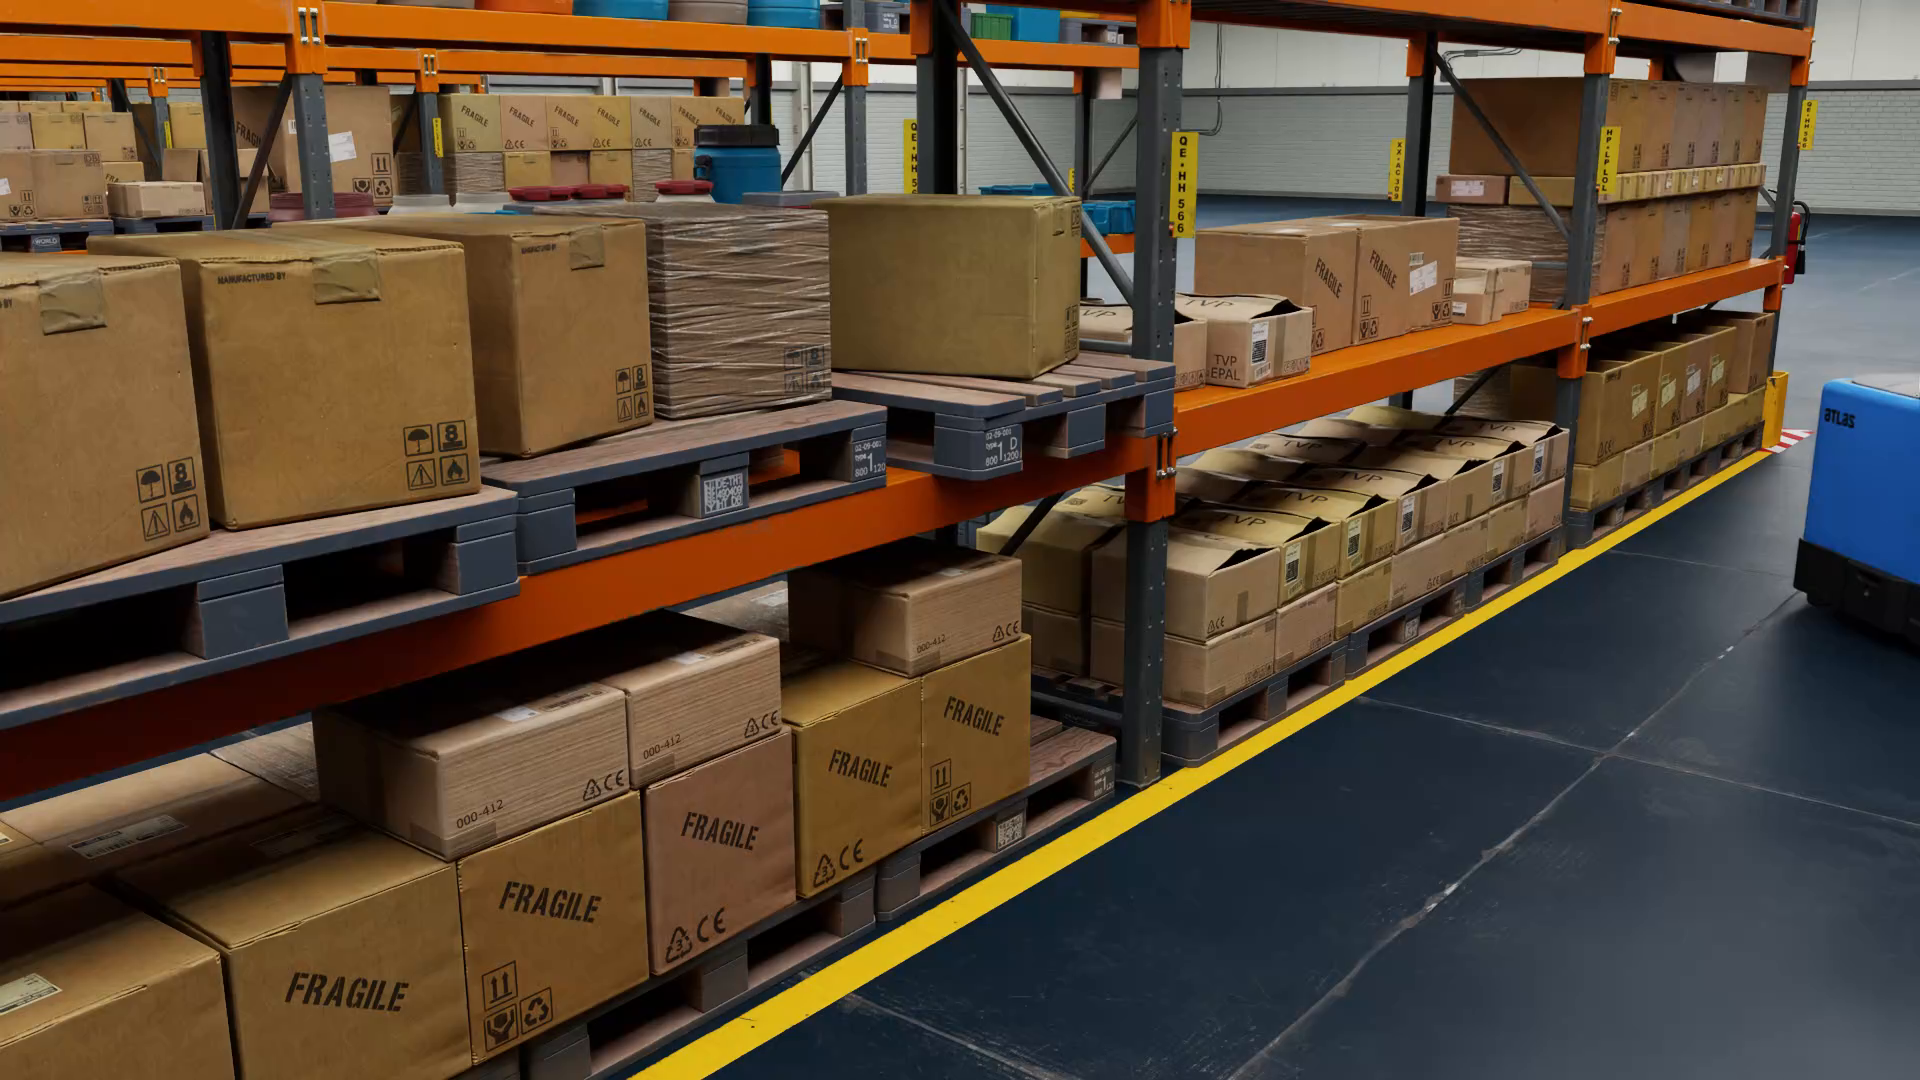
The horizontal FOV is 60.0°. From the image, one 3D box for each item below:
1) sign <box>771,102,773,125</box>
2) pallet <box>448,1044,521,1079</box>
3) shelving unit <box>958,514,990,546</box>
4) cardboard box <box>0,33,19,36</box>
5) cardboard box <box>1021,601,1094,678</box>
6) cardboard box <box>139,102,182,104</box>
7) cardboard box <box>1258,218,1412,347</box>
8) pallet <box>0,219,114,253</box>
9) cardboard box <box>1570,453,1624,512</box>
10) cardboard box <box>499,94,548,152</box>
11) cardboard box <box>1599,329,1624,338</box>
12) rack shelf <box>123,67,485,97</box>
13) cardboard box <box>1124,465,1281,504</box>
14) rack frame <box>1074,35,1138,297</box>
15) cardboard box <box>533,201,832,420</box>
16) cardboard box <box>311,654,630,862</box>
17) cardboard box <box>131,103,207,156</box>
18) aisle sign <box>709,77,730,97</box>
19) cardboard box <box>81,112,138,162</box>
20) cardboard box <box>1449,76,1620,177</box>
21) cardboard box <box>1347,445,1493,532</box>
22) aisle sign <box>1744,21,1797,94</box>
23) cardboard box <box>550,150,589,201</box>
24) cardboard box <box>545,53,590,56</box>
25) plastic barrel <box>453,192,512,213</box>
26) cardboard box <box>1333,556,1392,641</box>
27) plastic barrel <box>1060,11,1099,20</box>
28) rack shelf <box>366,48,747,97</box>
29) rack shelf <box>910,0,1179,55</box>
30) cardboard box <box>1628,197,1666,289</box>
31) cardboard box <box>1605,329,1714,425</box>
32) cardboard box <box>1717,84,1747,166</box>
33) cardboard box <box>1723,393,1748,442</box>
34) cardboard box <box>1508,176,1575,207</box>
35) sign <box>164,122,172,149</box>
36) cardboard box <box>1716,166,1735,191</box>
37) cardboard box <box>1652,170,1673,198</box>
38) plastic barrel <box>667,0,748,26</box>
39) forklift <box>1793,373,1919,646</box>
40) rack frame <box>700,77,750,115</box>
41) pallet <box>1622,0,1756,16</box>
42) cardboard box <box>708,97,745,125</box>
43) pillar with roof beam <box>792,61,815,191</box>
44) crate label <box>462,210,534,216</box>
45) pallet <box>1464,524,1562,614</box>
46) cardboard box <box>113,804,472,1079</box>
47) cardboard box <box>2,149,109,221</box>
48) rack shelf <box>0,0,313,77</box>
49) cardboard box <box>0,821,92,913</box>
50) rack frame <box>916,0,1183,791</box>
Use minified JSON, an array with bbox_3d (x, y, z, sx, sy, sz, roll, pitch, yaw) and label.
[{"bbox_3d":[-1.982,-4.369,17.234,0.100,0.325,0.005,11,18,38],"label":"sign"},{"bbox_3d":[-1.758,1.278,3.665,1.003,0.211,1.213,11,18,38],"label":"pallet"},{"bbox_3d":[0.009,-0.584,8.986,0.258,1.200,0.189,11,18,38],"label":"shelving unit"},{"bbox_3d":[-6.936,-3.644,11.586,0.500,0.250,0.500,12,18,39],"label":"cardboard box"},{"bbox_3d":[0.415,0.312,6.532,0.500,0.250,0.500,12,18,39],"label":"cardboard box"},{"bbox_3d":[-10.825,-5.614,22.291,0.700,0.500,0.500,11,18,37],"label":"cardboard box"},{"bbox_3d":[1.647,-1.151,7.360,0.500,0.500,0.500,11,18,38],"label":"cardboard box"},{"bbox_3d":[-7.064,-2.272,12.364,1.213,0.211,1.003,11,18,38],"label":"pallet"},{"bbox_3d":[3.315,-0.357,9.168,0.500,0.250,0.500,11,18,38],"label":"cardboard box"},{"bbox_3d":[-4.121,-3.798,15.143,0.500,0.500,0.500,11,18,38],"label":"cardboard box"},{"bbox_3d":[3.847,-1.089,10.528,0.500,0.500,0.500,11,18,38],"label":"cardboard box"},{"bbox_3d":[-7.452,-5.253,19.078,1.077,0.370,4.000,11,18,38],"label":"rack shelf"},{"bbox_3d":[1.052,-0.156,7.238,0.500,0.311,0.500,11,18,37],"label":"cardboard box"},{"bbox_3d":[1.451,-2.978,14.752,1.000,3.000,0.127,11,18,38],"label":"rack frame"},{"bbox_3d":[-0.758,-0.647,4.520,0.500,0.500,0.700,-12,18,-39],"label":"cardboard box"},{"bbox_3d":[-1.118,0.476,3.816,0.500,0.250,0.500,11,18,38],"label":"cardboard box"},{"bbox_3d":[-8.451,-4.426,17.957,0.875,0.550,0.550,11,18,38],"label":"cardboard box"},{"bbox_3d":[-2.595,-5.062,17.678,0.394,0.787,0.004,11,18,38],"label":"aisle sign"},{"bbox_3d":[-9.017,-4.202,17.338,0.700,0.500,0.500,11,18,37],"label":"cardboard box"},{"bbox_3d":[3.062,-2.207,8.882,0.700,0.500,0.500,11,18,38],"label":"cardboard box"},{"bbox_3d":[2.119,-0.269,7.683,0.500,0.311,0.500,11,18,37],"label":"cardboard box"},{"bbox_3d":[5.572,-3.437,11.282,0.394,0.787,0.004,11,18,38],"label":"aisle sign"},{"bbox_3d":[-4.007,-3.449,15.800,0.875,0.500,0.500,11,18,38],"label":"cardboard box"},{"bbox_3d":[-3.784,-4.601,15.356,0.500,0.250,0.500,10,18,35],"label":"cardboard box"},{"bbox_3d":[-2.831,-1.810,9.930,0.421,0.512,0.421,0,14,0],"label":"plastic barrel"},{"bbox_3d":[1.469,0.199,6.978,0.500,0.250,0.500,11,18,36],"label":"cardboard box"},{"bbox_3d":[0.834,-4.488,13.371,0.600,0.588,0.600,0,14,0],"label":"plastic barrel"},{"bbox_3d":[-3.658,-4.466,15.980,1.077,0.370,4.000,11,18,38],"label":"rack shelf"},{"bbox_3d":[-0.983,-1.400,3.912,1.077,0.370,4.000,11,18,38],"label":"rack shelf"},{"bbox_3d":[3.707,-1.776,9.819,0.700,0.500,0.500,12,18,38],"label":"cardboard box"},{"bbox_3d":[4.264,-1.007,10.201,0.500,0.500,0.500,11,18,38],"label":"cardboard box"},{"bbox_3d":[4.639,-2.688,10.775,0.700,0.500,0.500,11,18,36],"label":"cardboard box"},{"bbox_3d":[4.890,-0.835,11.050,0.500,0.250,0.500,11,18,38],"label":"cardboard box"},{"bbox_3d":[3.107,-1.829,8.708,0.380,0.149,0.250,11,18,37],"label":"cardboard box"},{"bbox_3d":[-8.281,-4.206,17.395,0.100,0.325,0.005,11,18,38],"label":"sign"},{"bbox_3d":[4.726,-2.323,10.656,0.380,0.149,0.250,12,18,38],"label":"cardboard box"},{"bbox_3d":[3.914,-2.076,9.682,0.380,0.149,0.250,11,18,36],"label":"cardboard box"},{"bbox_3d":[-1.624,-3.652,10.296,0.600,0.901,0.600,0,14,0],"label":"plastic barrel"},{"bbox_3d":[4.688,-0.789,6.277,1.130,2.935,3.031,-2,14,-7],"label":"forklift"},{"bbox_3d":[-2.401,-3.744,17.769,1.000,3.000,0.127,11,18,38],"label":"rack frame"},{"bbox_3d":[4.071,-3.255,9.932,1.003,0.211,1.213,11,18,38],"label":"pallet"},{"bbox_3d":[-2.554,-4.278,17.031,0.500,0.500,0.500,11,18,38],"label":"cardboard box"},{"bbox_3d":[-0.449,-11.740,37.059,9.100,9.000,0.400,11,18,38],"label":"pillar with roof beam"},{"bbox_3d":[-2.742,-1.611,9.301,0.502,0.435,0.616,11,18,38],"label":"crate label"},{"bbox_3d":[2.355,0.054,8.480,1.003,0.211,1.213,11,18,38],"label":"pallet"},{"bbox_3d":[-1.420,0.927,3.564,0.500,0.500,0.500,12,18,38],"label":"cardboard box"},{"bbox_3d":[-6.848,-2.696,12.587,0.500,0.500,0.700,-13,19,-41],"label":"cardboard box"},{"bbox_3d":[-4.834,-2.168,6.932,1.077,0.370,4.000,11,18,38],"label":"rack shelf"},{"bbox_3d":[-2.153,0.947,3.485,0.500,0.500,0.500,11,18,37],"label":"cardboard box"},{"bbox_3d":[0.274,-0.678,5.700,1.000,3.000,0.127,11,18,38],"label":"rack frame"}]
